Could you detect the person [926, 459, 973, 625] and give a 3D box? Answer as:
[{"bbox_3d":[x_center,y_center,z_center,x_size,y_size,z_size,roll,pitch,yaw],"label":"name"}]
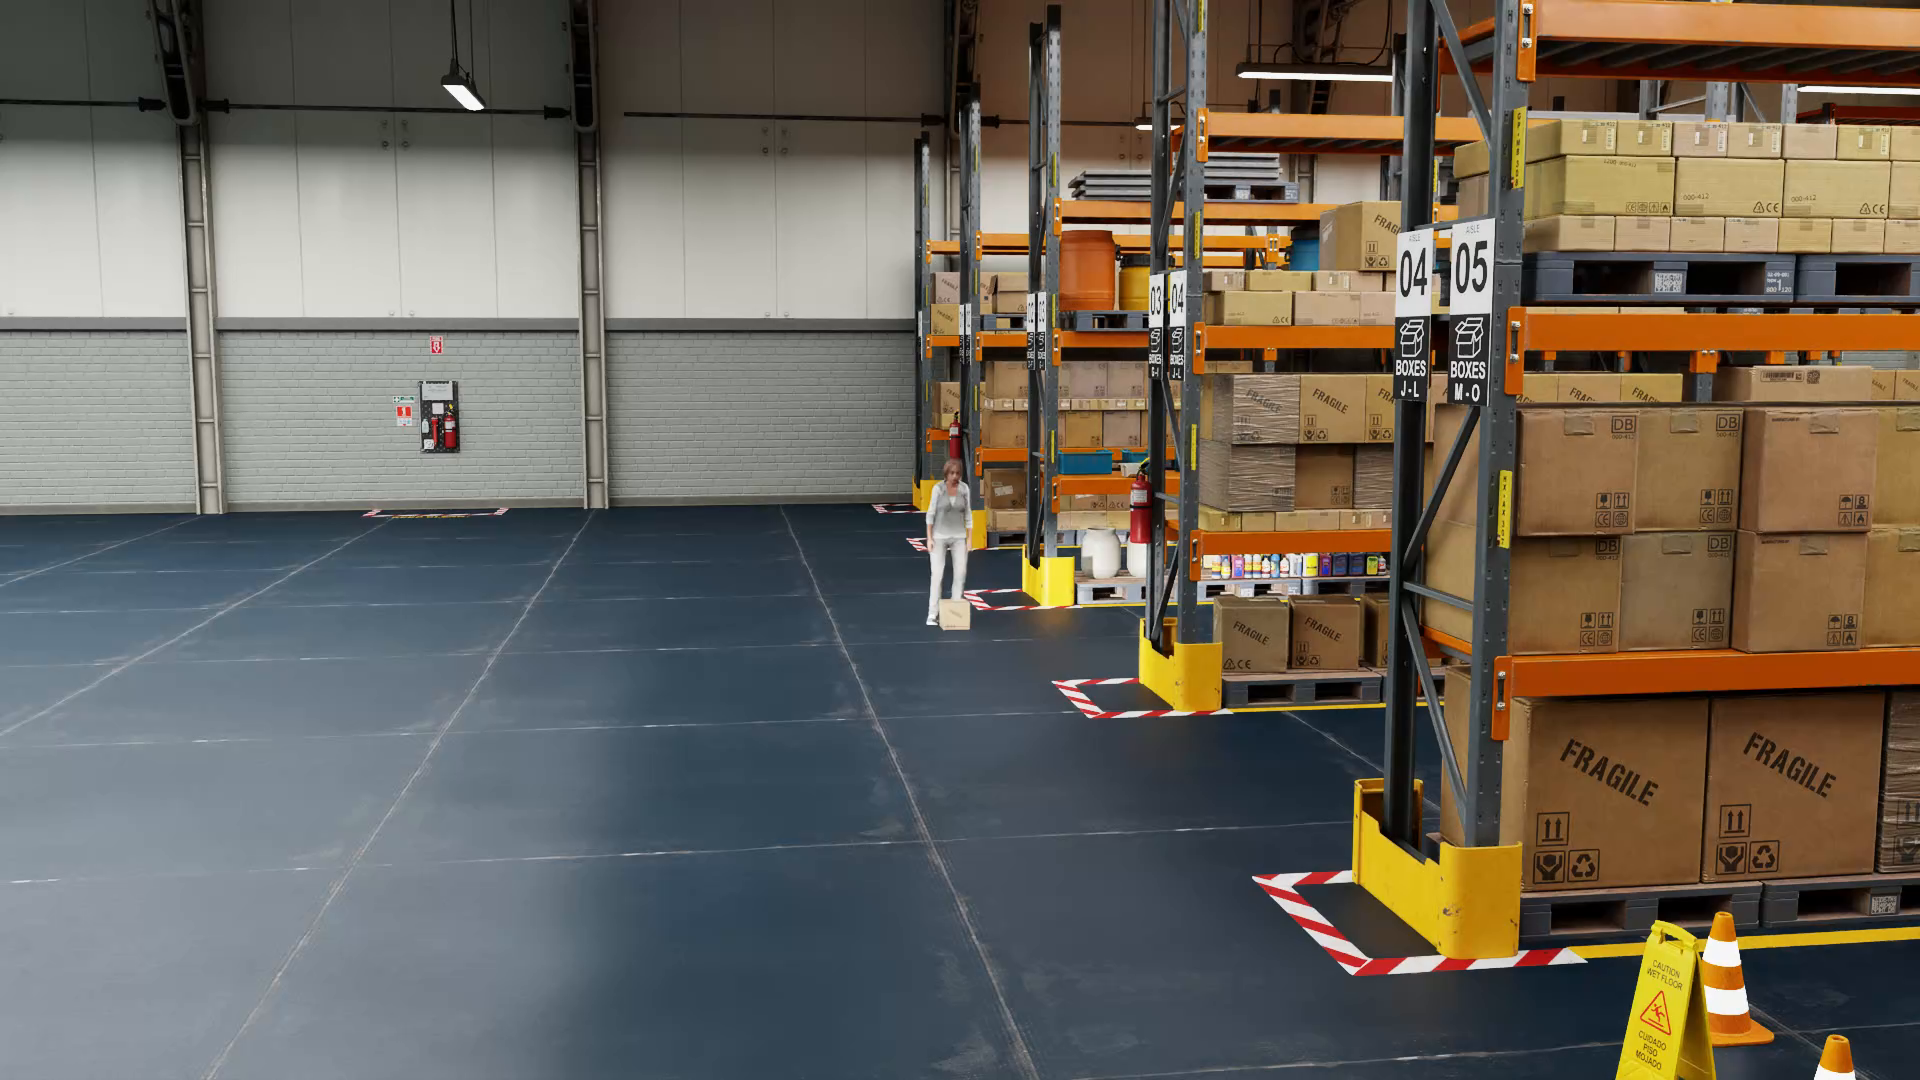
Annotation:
[{"bbox_3d":[-0.097,0.019,15.922,0.473,1.580,0.377,-1,7,-12],"label":"person"}]
